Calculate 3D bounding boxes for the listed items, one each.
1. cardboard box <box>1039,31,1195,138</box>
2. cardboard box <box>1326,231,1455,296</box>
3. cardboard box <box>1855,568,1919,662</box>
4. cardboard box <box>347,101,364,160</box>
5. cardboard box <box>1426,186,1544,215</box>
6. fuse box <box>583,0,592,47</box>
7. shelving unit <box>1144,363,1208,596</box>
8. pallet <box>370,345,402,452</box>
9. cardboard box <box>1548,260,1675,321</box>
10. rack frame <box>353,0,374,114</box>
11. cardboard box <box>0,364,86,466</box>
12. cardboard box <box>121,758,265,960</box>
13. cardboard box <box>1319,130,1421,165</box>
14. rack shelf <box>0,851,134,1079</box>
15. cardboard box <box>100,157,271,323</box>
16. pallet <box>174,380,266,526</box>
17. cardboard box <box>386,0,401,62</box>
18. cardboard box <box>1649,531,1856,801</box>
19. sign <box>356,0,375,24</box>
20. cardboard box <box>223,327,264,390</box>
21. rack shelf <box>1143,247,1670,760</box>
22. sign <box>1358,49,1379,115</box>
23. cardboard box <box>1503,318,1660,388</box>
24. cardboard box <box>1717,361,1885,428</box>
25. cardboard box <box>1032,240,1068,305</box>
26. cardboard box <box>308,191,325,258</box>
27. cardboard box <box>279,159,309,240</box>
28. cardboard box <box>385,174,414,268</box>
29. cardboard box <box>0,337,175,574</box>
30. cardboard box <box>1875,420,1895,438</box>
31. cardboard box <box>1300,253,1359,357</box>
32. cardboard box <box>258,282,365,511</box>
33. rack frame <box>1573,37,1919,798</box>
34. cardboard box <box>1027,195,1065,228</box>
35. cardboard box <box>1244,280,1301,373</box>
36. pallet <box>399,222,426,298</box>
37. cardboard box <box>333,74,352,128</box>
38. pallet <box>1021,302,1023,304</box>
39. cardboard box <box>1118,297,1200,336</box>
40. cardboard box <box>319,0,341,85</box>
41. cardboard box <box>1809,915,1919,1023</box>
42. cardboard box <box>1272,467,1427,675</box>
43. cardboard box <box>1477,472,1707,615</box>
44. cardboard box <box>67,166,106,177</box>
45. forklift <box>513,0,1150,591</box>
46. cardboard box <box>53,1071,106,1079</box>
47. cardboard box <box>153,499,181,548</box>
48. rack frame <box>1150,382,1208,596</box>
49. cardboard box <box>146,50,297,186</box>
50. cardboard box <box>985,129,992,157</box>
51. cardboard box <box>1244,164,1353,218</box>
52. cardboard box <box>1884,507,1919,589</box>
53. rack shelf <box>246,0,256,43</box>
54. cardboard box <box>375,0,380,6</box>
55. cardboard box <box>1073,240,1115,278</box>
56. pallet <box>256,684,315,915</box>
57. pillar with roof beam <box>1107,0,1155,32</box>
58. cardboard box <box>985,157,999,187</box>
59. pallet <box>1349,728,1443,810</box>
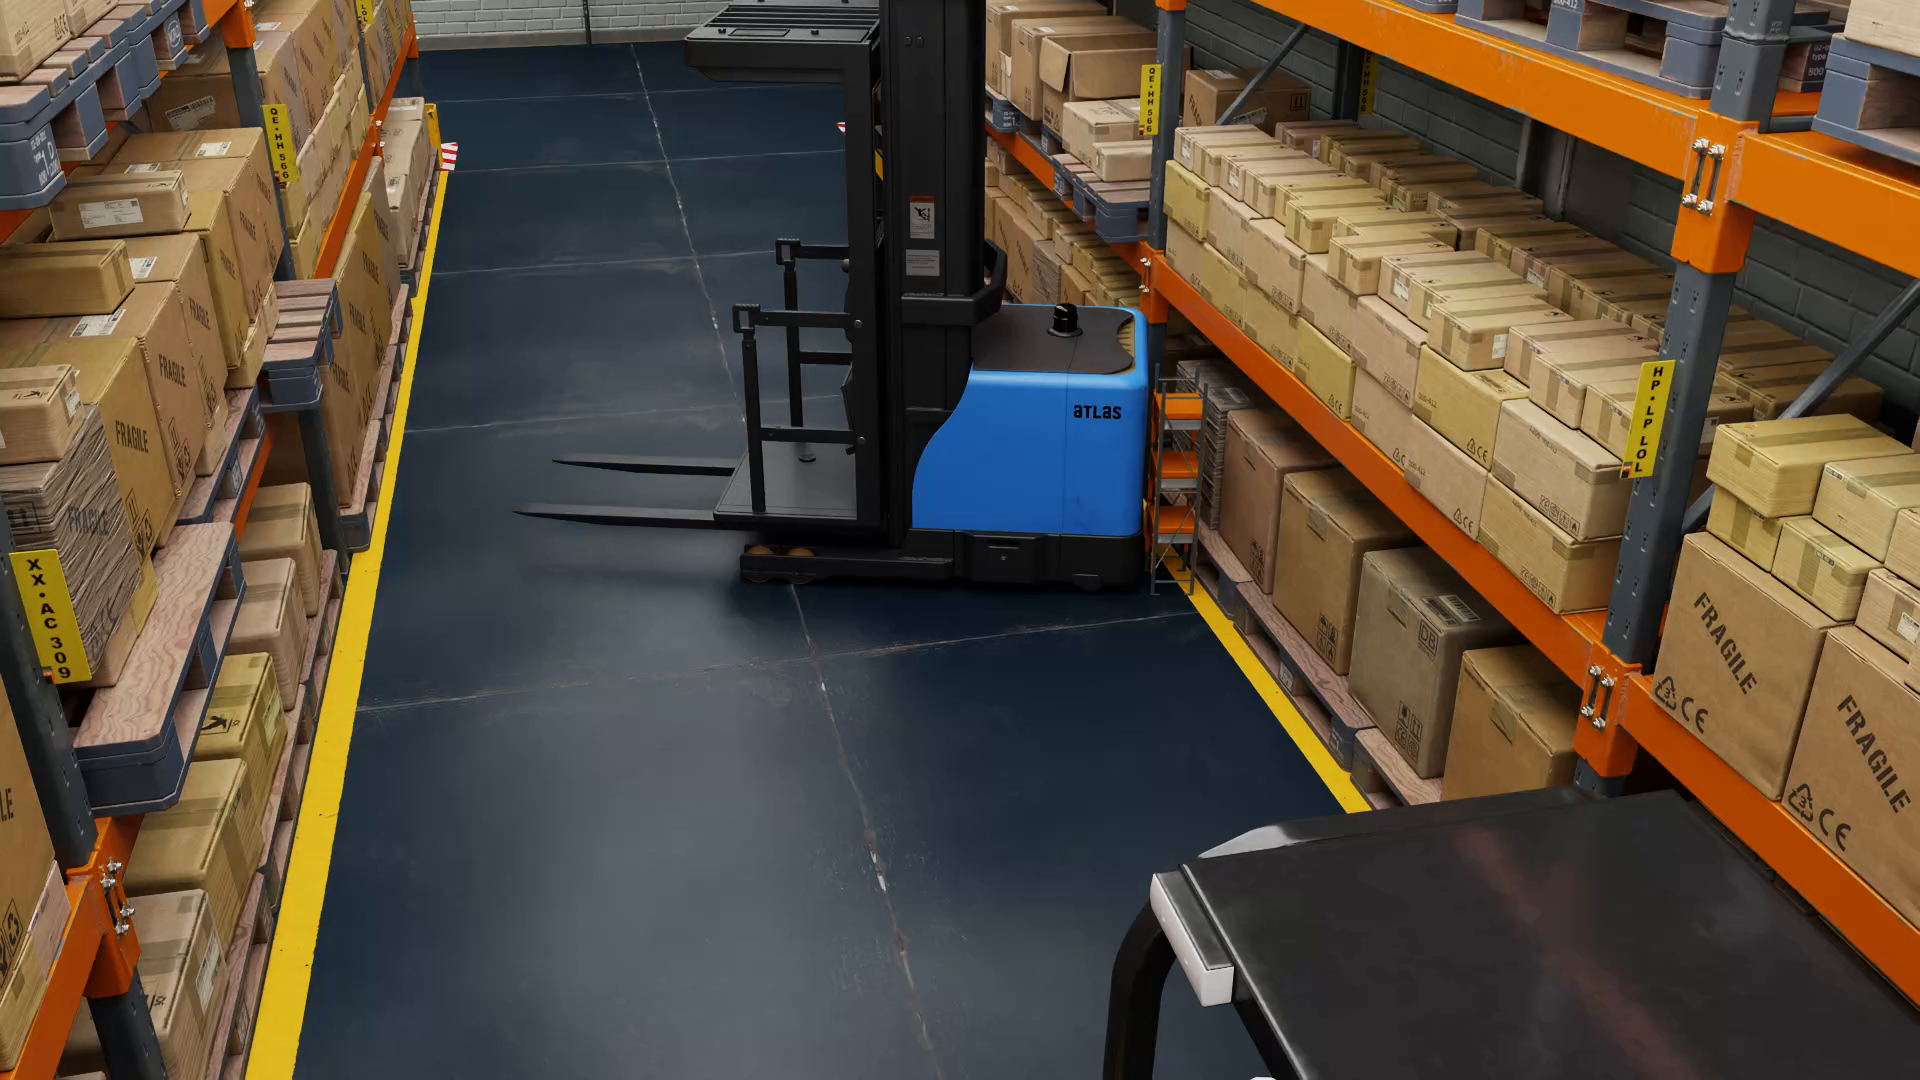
[{"bbox_3d":[0.875,-2.578,9.448,0.797,0.503,0.637,-7,28,-13],"label":"cardboard box"},{"bbox_3d":[1.579,-1.019,6.108,0.380,0.149,0.250,-7,28,-13],"label":"cardboard box"},{"bbox_3d":[2.286,0.167,3.759,0.380,0.149,0.250,-6,27,-12],"label":"cardboard box"},{"bbox_3d":[-3.853,-2.435,9.911,0.500,0.250,0.500,-6,27,-12],"label":"cardboard box"},{"bbox_3d":[2.105,-1.311,6.687,0.380,0.149,0.250,-6,27,-12],"label":"cardboard box"},{"bbox_3d":[-4.429,-6.700,19.625,0.539,1.711,0.414,-6,27,-12],"label":"fuse box"},{"bbox_3d":[0.983,-0.269,7.610,0.215,1.050,0.252,0,26,-1],"label":"shelving unit"},{"bbox_3d":[-3.788,-0.784,9.569,1.003,0.211,1.213,-6,27,-12],"label":"pallet"},{"bbox_3d":[2.281,-0.856,5.785,0.380,0.149,0.250,-6,27,-12],"label":"cardboard box"},{"bbox_3d":[-4.313,-2.897,10.660,1.000,3.000,0.127,-6,27,-12],"label":"rack frame"},{"bbox_3d":[-2.272,-0.282,3.852,0.380,0.149,0.250,-6,27,-12],"label":"cardboard box"},{"bbox_3d":[-2.796,1.056,5.280,0.950,0.372,0.625,-4,27,-8],"label":"cardboard box"},{"bbox_3d":[1.862,-1.755,7.567,0.380,0.149,0.250,-5,27,-10],"label":"cardboard box"},{"bbox_3d":[-2.060,1.814,2.125,1.077,0.370,4.000,-6,27,-12],"label":"rack shelf"},{"bbox_3d":[-2.911,-1.109,6.210,0.500,0.500,0.500,-6,27,-12],"label":"cardboard box"},{"bbox_3d":[-2.926,-0.190,5.511,1.003,0.211,1.213,-6,27,-12],"label":"pallet"},{"bbox_3d":[-4.495,-3.841,12.419,0.500,0.500,0.500,-5,27,-10],"label":"cardboard box"},{"bbox_3d":[2.170,0.286,4.243,0.500,0.500,0.500,-7,28,-13],"label":"cardboard box"},{"bbox_3d":[-3.787,-3.438,10.535,0.100,0.325,0.005,-6,27,-12],"label":"sign"},{"bbox_3d":[-2.753,-0.649,6.020,0.380,0.149,0.250,-5,27,-11],"label":"cardboard box"},{"bbox_3d":[1.874,-0.447,6.606,1.077,0.370,4.000,-6,27,-12],"label":"rack shelf"},{"bbox_3d":[1.963,-2.221,8.037,0.100,0.325,0.005,-6,27,-12],"label":"sign"},{"bbox_3d":[1.952,-0.576,5.232,0.380,0.149,0.250,-6,27,-12],"label":"cardboard box"},{"bbox_3d":[2.455,-0.401,4.884,0.380,0.149,0.250,-7,28,-13],"label":"cardboard box"},{"bbox_3d":[0.760,-1.558,10.316,0.500,0.500,0.500,-7,28,-13],"label":"cardboard box"},{"bbox_3d":[-3.410,-1.538,8.134,0.500,0.250,0.500,-7,28,-13],"label":"cardboard box"},{"bbox_3d":[-3.285,-1.545,7.593,0.500,0.250,0.500,-6,27,-12],"label":"cardboard box"},{"bbox_3d":[-4.350,-2.227,11.711,0.875,0.438,0.875,-6,27,-12],"label":"cardboard box"},{"bbox_3d":[-2.450,-0.204,4.419,0.500,0.500,0.500,-6,27,-11],"label":"cardboard box"},{"bbox_3d":[2.460,-0.296,5.118,0.500,0.250,0.500,-6,27,-12],"label":"cardboard box"},{"bbox_3d":[1.637,-0.910,6.335,0.500,0.250,0.500,-6,27,-11],"label":"cardboard box"},{"bbox_3d":[-3.487,-0.691,8.183,0.875,0.875,0.875,-6,27,-12],"label":"cardboard box"},{"bbox_3d":[2.325,0.110,4.704,1.000,3.000,0.127,-6,27,-12],"label":"rack frame"},{"bbox_3d":[0.645,-2.121,10.712,0.380,0.149,0.250,-6,27,-12],"label":"cardboard box"},{"bbox_3d":[1.517,-0.913,6.897,0.500,0.250,0.500,-7,28,-13],"label":"cardboard box"},{"bbox_3d":[-4.408,-1.994,11.966,1.003,0.211,1.213,-6,27,-12],"label":"pallet"},{"bbox_3d":[-3.735,-2.439,9.364,0.500,0.250,0.500,-5,27,-10],"label":"cardboard box"},{"bbox_3d":[1.020,-1.268,10.527,1.003,0.211,1.213,-6,27,-12],"label":"pallet"},{"bbox_3d":[1.065,-1.199,8.884,0.380,0.149,0.250,-7,28,-14],"label":"cardboard box"},{"bbox_3d":[-3.749,-2.766,9.181,0.500,0.500,0.500,-5,27,-10],"label":"cardboard box"},{"bbox_3d":[2.233,1.173,4.073,0.500,0.250,0.500,-6,27,-12],"label":"cardboard box"},{"bbox_3d":[1.857,0.083,6.926,0.875,0.625,0.625,-7,28,-14],"label":"cardboard box"},{"bbox_3d":[1.956,-0.018,5.124,0.500,0.250,0.500,-5,27,-10],"label":"cardboard box"},{"bbox_3d":[-3.412,-1.057,6.107,0.500,0.500,0.500,-5,27,-9],"label":"cardboard box"},{"bbox_3d":[-0.624,-1.335,7.641,3.031,2.935,1.130,2,27,5],"label":"forklift"},{"bbox_3d":[-2.116,1.553,3.598,0.500,0.500,0.500,-6,27,-12],"label":"cardboard box"},{"bbox_3d":[-2.530,-0.079,4.891,0.380,0.149,0.250,-6,27,-11],"label":"cardboard box"},{"bbox_3d":[0.985,-0.215,7.501,0.200,1.050,0.008,0,26,-1],"label":"rack frame"},{"bbox_3d":[-3.285,-1.873,7.412,0.500,0.500,0.500,-7,28,-13],"label":"cardboard box"},{"bbox_3d":[0.055,-3.117,13.405,0.700,0.500,0.500,-7,28,-14],"label":"cardboard box"},{"bbox_3d":[1.424,-1.470,7.003,0.380,0.149,0.250,-6,27,-11],"label":"cardboard box"},{"bbox_3d":[2.321,0.029,3.702,0.380,0.149,0.250,-6,27,-13],"label":"cardboard box"},{"bbox_3d":[-3.863,-3.037,8.407,1.077,0.370,4.000,-6,27,-12],"label":"rack shelf"},{"bbox_3d":[-4.397,-4.070,11.764,0.500,0.500,0.500,-5,27,-11],"label":"cardboard box"},{"bbox_3d":[0.885,-1.665,9.809,0.380,0.149,0.250,-6,27,-12],"label":"cardboard box"},{"bbox_3d":[-2.966,0.982,6.071,1.003,0.211,1.213,-6,27,-12],"label":"pallet"},{"bbox_3d":[-2.951,-6.041,10.231,9.100,9.000,0.400,-6,27,-12],"label":"pillar with roof beam"},{"bbox_3d":[0.343,-2.579,11.619,0.380,0.149,0.250,-5,27,-9],"label":"cardboard box"},{"bbox_3d":[2.121,1.035,5.965,1.003,0.211,1.213,-6,27,-12],"label":"pallet"}]
